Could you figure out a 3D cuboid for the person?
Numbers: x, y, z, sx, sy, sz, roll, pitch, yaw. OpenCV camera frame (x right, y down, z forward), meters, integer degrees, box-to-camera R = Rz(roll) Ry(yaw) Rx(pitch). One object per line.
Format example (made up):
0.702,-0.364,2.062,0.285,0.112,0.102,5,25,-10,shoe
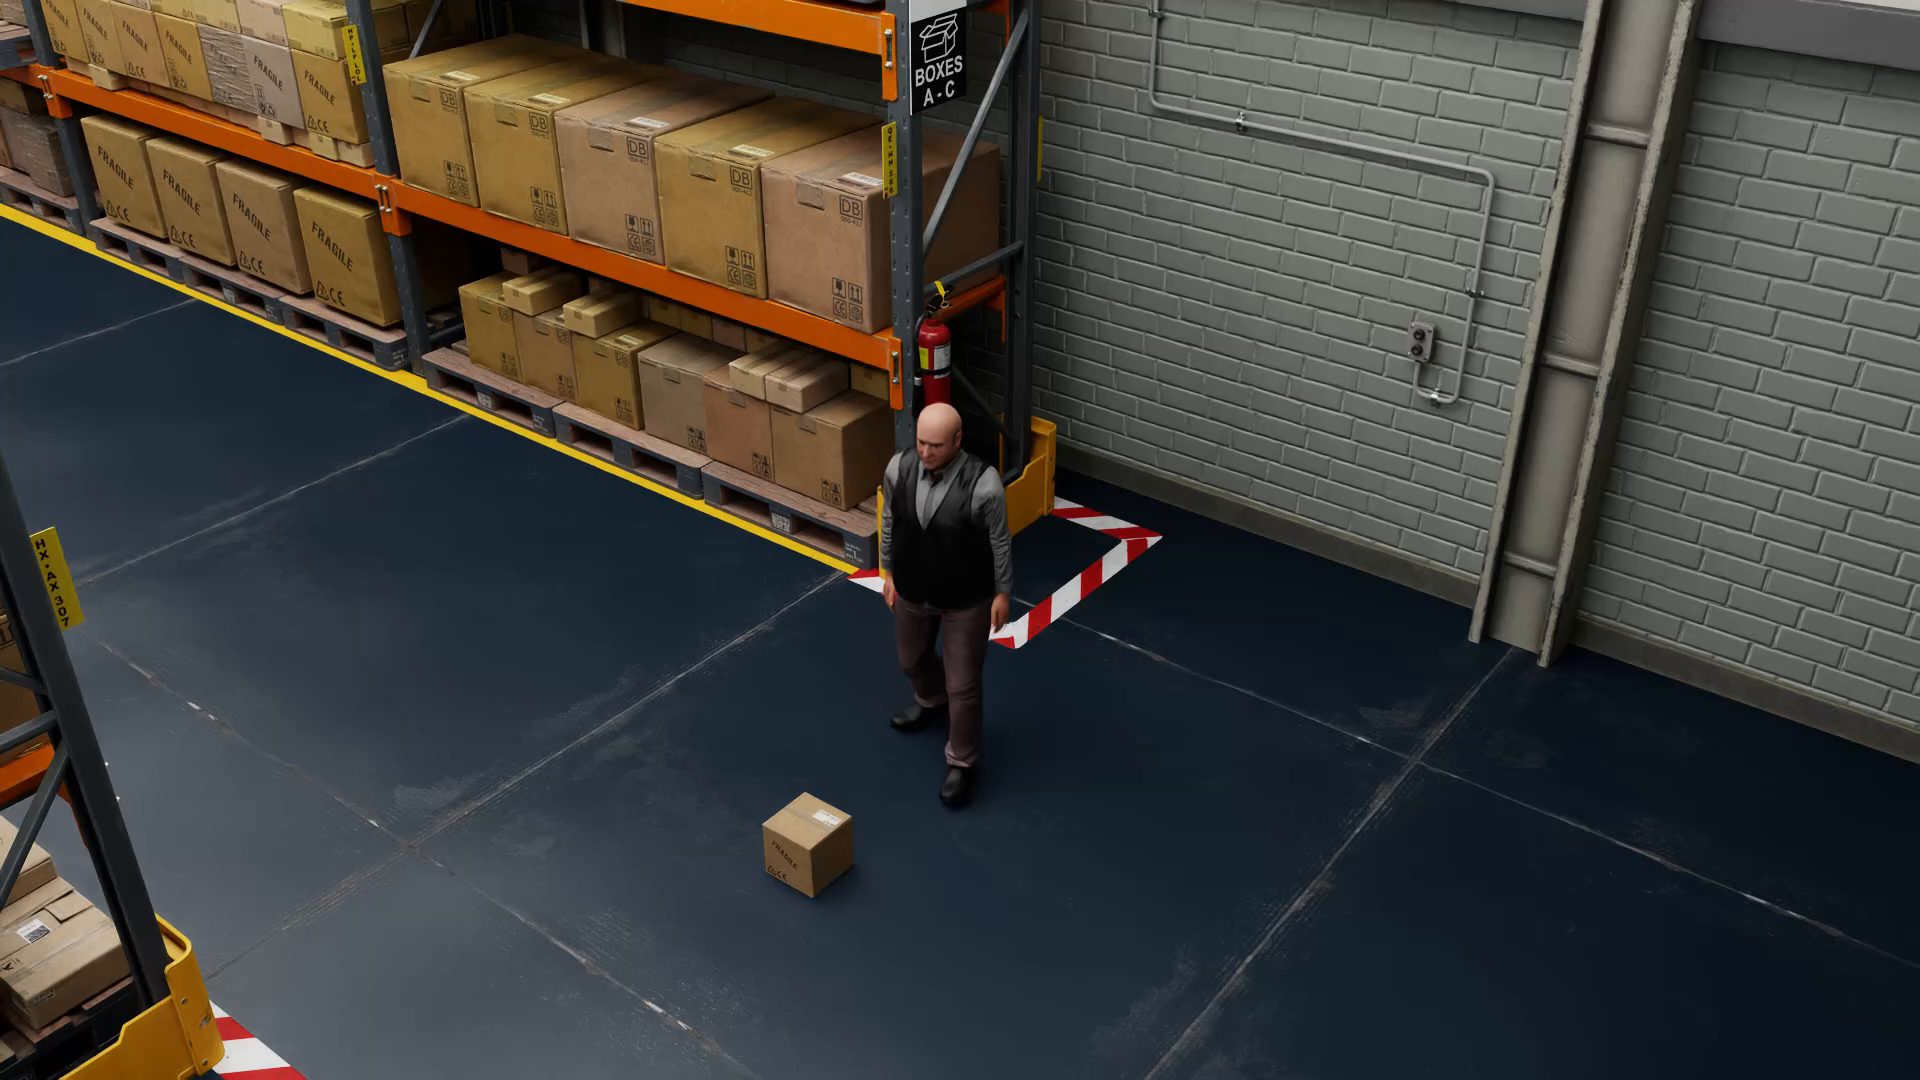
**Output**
-0.078,0.211,6.796,0.593,1.721,0.644,13,33,21,person
